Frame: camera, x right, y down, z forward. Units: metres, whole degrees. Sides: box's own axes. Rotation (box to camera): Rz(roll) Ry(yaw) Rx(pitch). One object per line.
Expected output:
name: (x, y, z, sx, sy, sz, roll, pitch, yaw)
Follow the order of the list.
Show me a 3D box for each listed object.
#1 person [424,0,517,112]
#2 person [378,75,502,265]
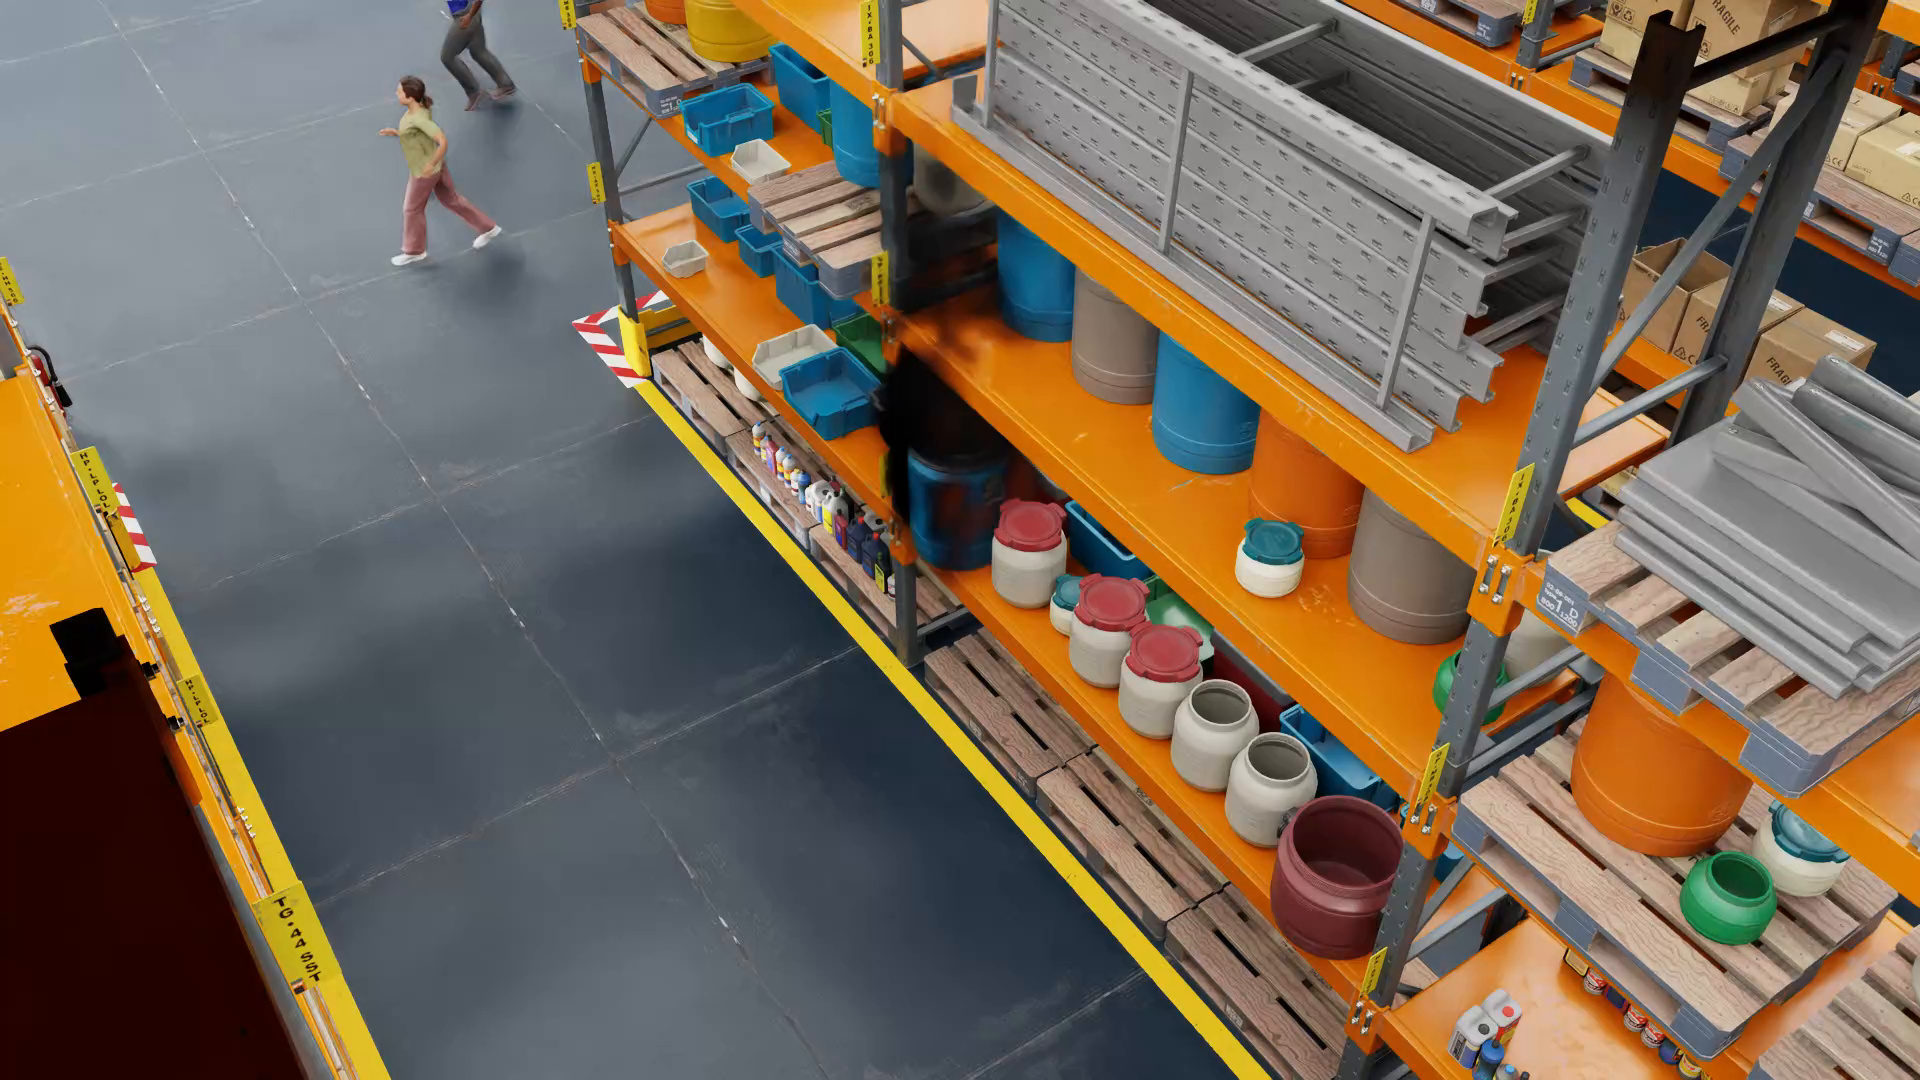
person: (-4.739, -4.928, 15.916, 0.720, 1.695, 0.551, -7, 43, -8)
person: (-4.414, -3.086, 13.823, 0.942, 1.643, 0.562, -4, 43, -4)
